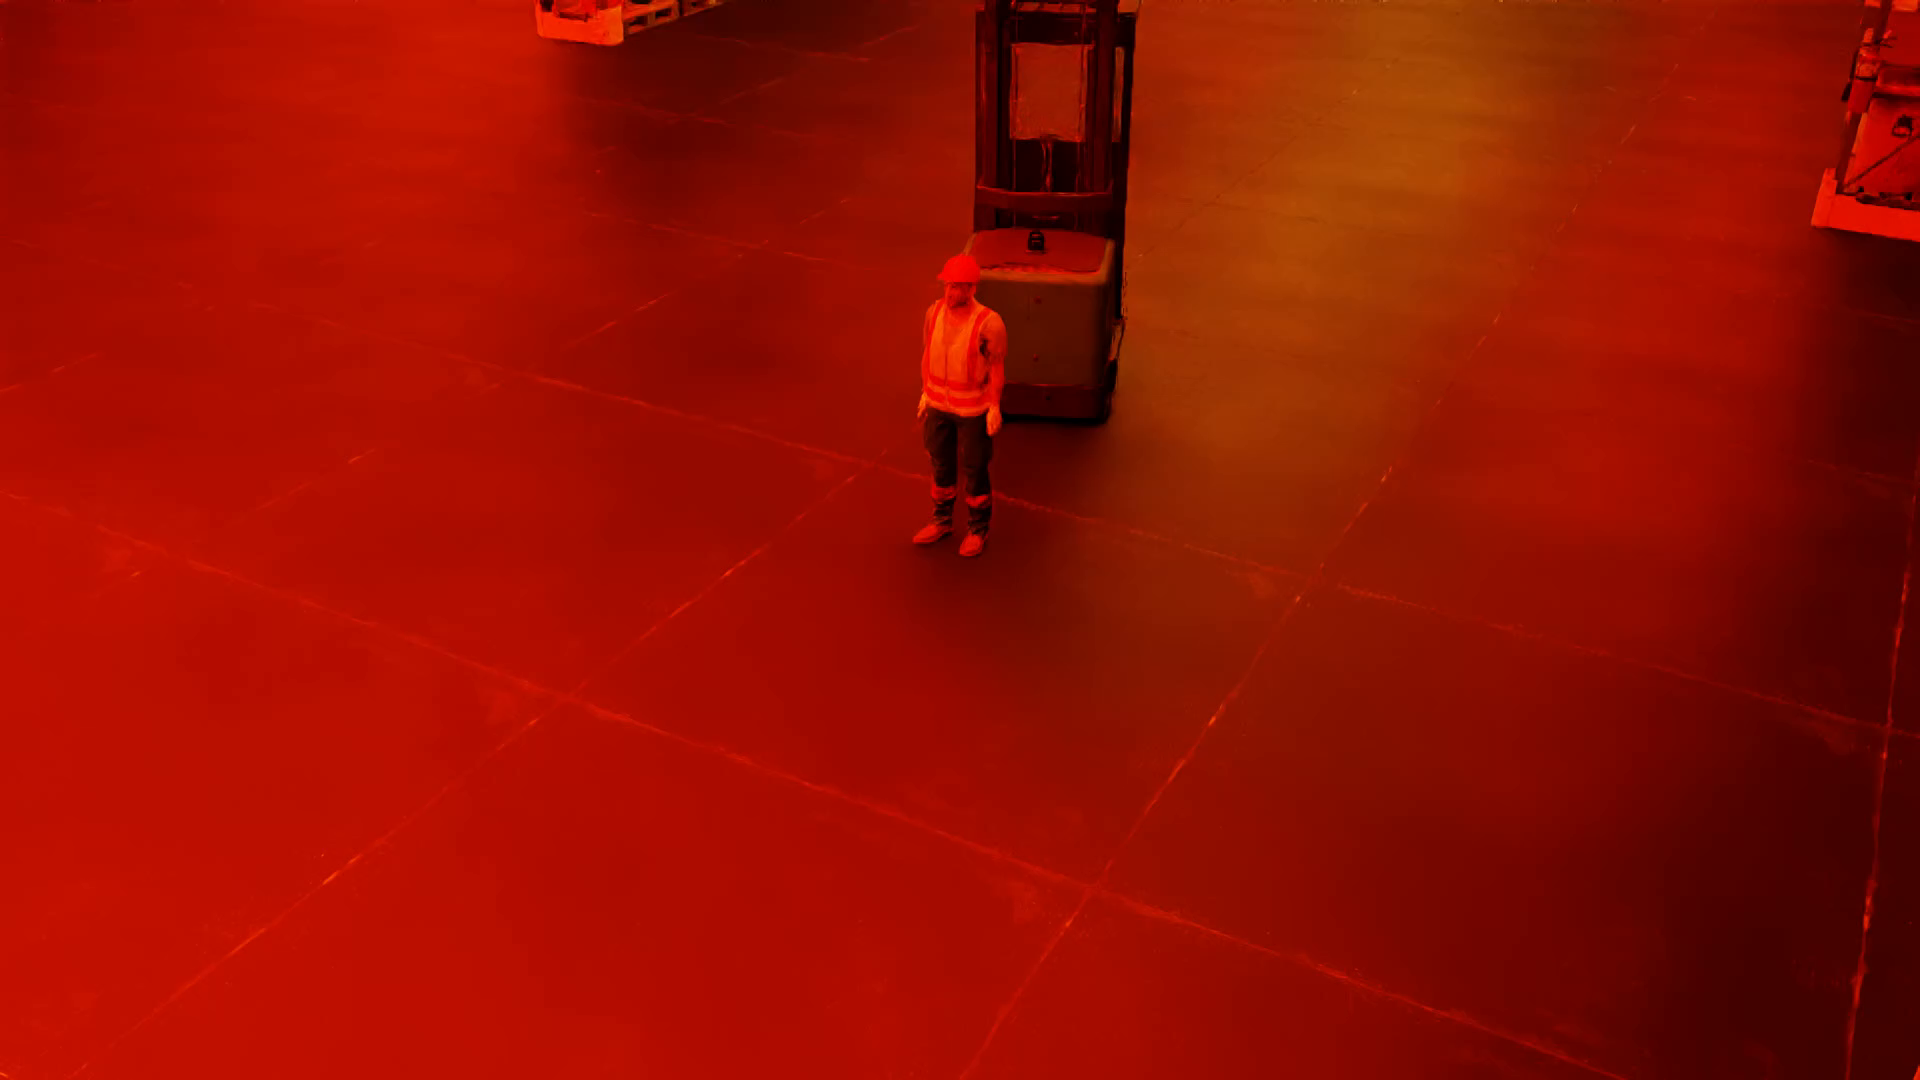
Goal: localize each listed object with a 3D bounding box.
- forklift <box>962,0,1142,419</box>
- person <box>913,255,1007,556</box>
[{"bbox_3d":[0.685,-2.809,11.938,1.130,2.935,3.031,4,30,8],"label":"forklift"},{"bbox_3d":[-0.009,-0.766,9.539,0.540,1.795,0.349,15,33,25],"label":"person"}]
